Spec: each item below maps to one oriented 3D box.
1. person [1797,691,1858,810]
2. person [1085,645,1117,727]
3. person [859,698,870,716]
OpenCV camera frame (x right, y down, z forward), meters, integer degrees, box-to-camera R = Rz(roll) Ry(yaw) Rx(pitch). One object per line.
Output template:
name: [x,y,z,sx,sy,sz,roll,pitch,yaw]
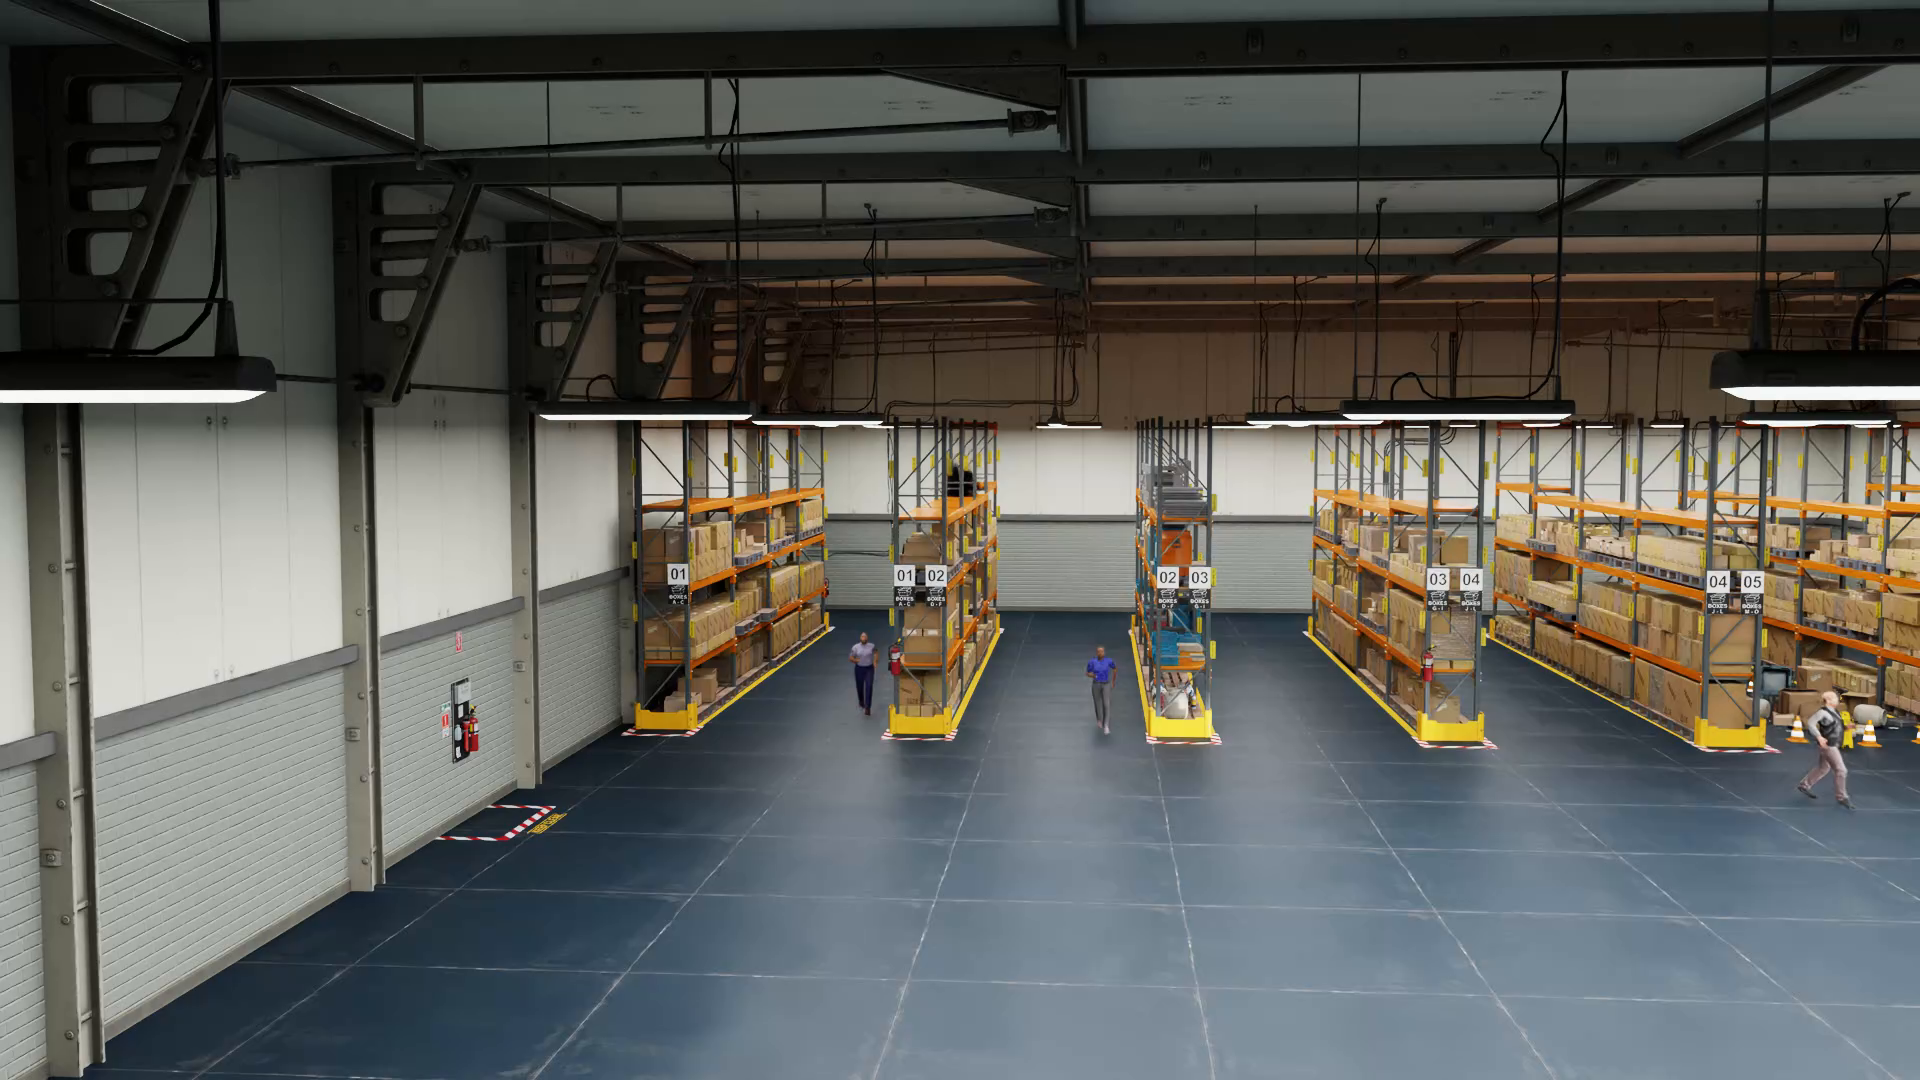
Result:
person: [13.251,3.189,25.376,0.877,1.751,0.522,3,5,38]
person: [2.687,2.757,31.699,0.590,1.522,0.782,1,4,9]
person: [-1.948,3.312,33.833,0.248,0.381,0.925,0,4,-3]
